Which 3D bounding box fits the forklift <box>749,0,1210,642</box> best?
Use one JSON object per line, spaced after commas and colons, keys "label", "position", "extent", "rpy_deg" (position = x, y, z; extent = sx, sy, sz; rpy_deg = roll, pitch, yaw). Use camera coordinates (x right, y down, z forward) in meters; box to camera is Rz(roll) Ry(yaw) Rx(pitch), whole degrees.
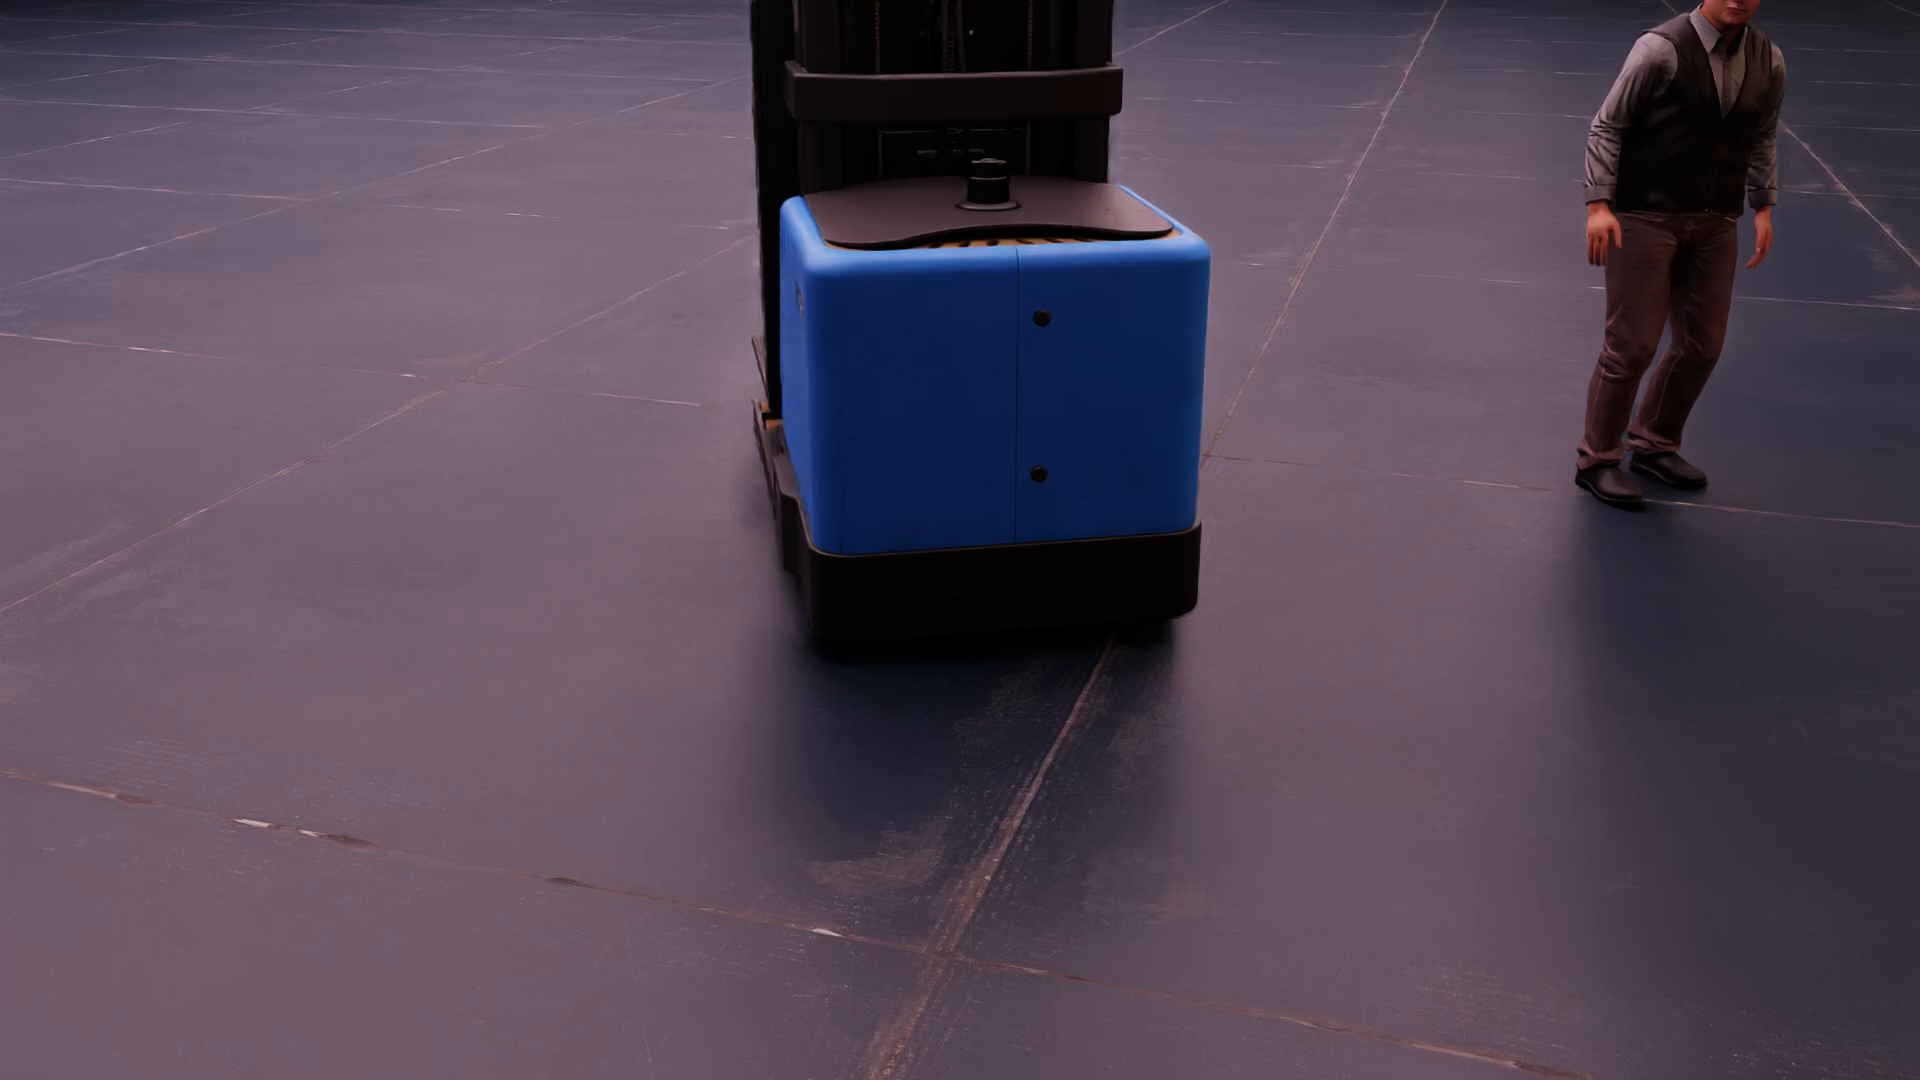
{"label": "forklift", "position": [-0.127, -1.621, 5.207], "extent": [1.130, 2.935, 3.031], "rpy_deg": [-4, 23, -10]}

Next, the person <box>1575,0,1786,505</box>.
{"label": "person", "position": [2.283, -0.990, 5.271], "extent": [0.665, 1.716, 0.466], "rpy_deg": [-5, 23, -13]}
